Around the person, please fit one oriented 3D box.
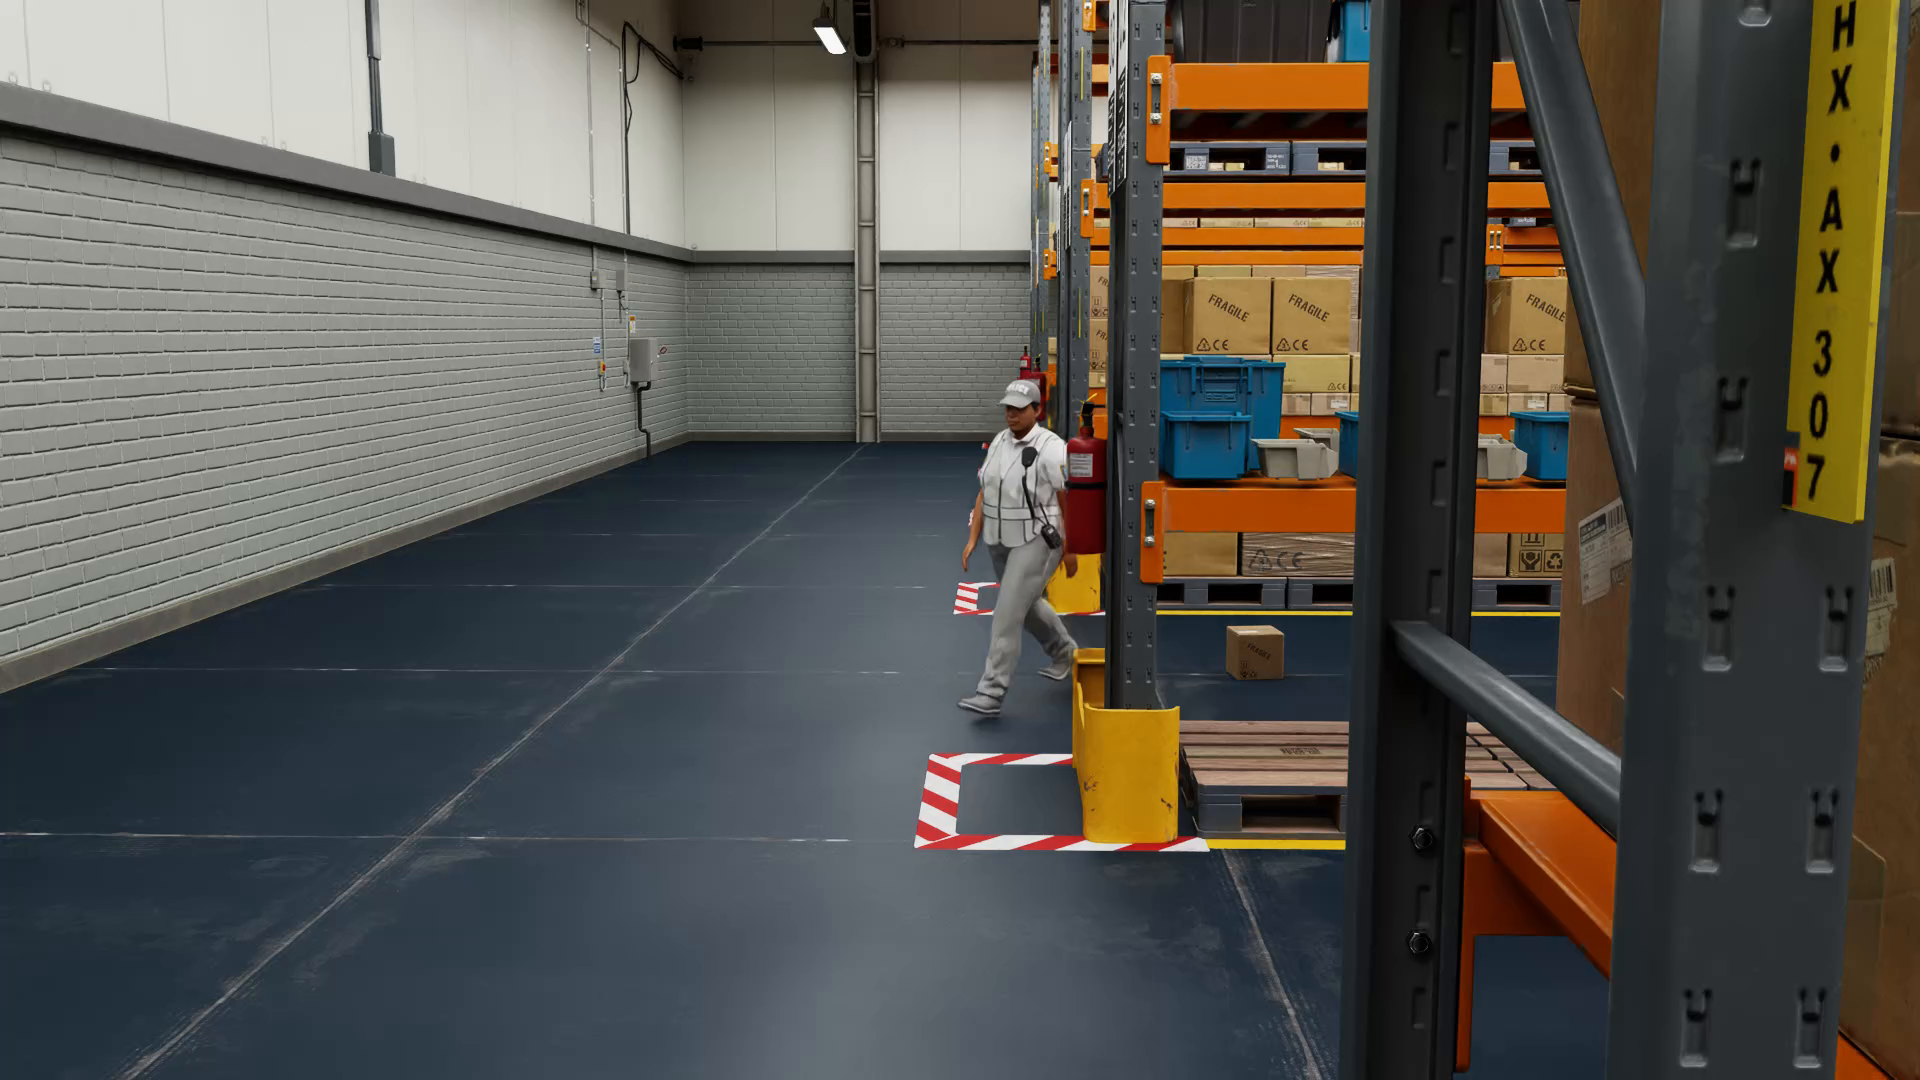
[{"bbox_3d":[0.311,0.014,8.221,1.065,1.611,0.481,-7,10,-44],"label":"person"}]
